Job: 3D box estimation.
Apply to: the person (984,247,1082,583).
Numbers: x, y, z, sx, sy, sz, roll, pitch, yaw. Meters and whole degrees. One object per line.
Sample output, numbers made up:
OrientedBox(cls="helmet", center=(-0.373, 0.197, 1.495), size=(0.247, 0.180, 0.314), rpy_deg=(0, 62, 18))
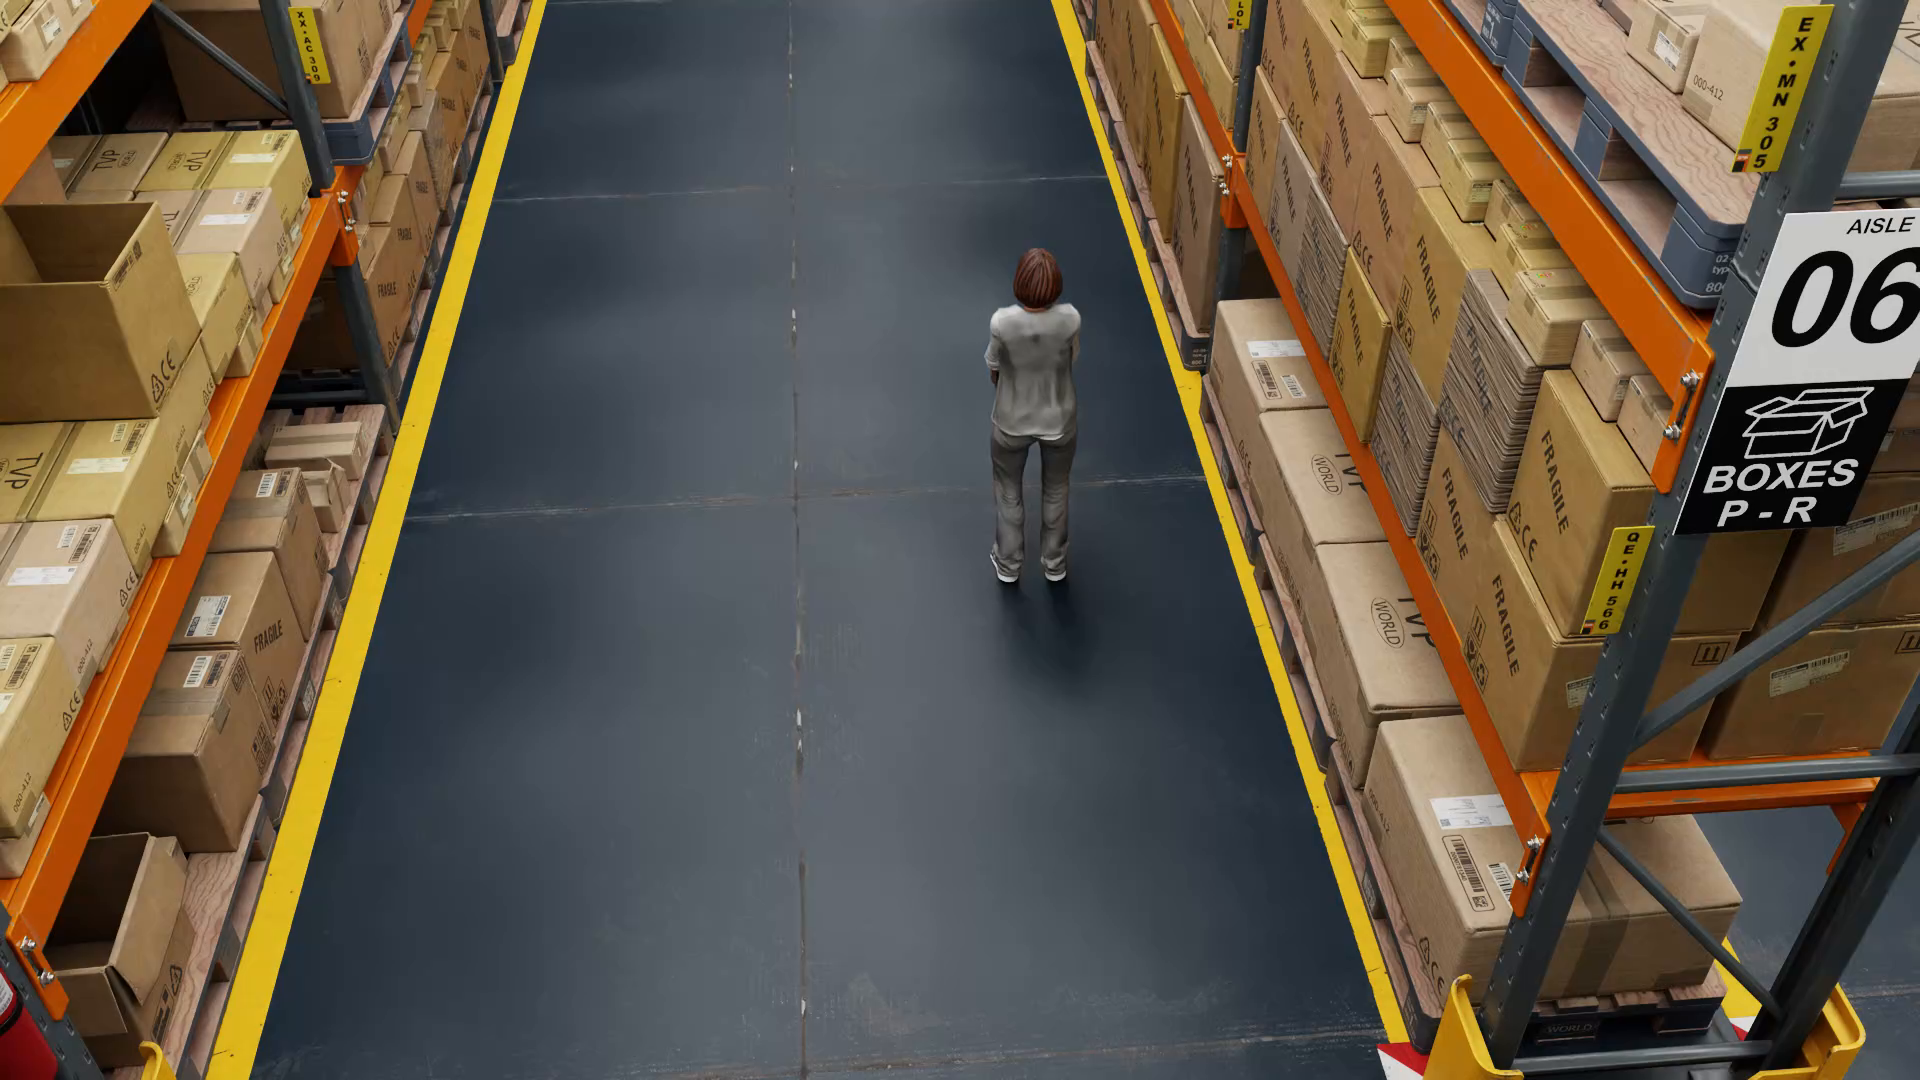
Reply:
OrientedBox(cls="person", center=(0.292, -0.538, 6.816), size=(0.385, 1.598, 0.498), rpy_deg=(-2, 40, -3))
